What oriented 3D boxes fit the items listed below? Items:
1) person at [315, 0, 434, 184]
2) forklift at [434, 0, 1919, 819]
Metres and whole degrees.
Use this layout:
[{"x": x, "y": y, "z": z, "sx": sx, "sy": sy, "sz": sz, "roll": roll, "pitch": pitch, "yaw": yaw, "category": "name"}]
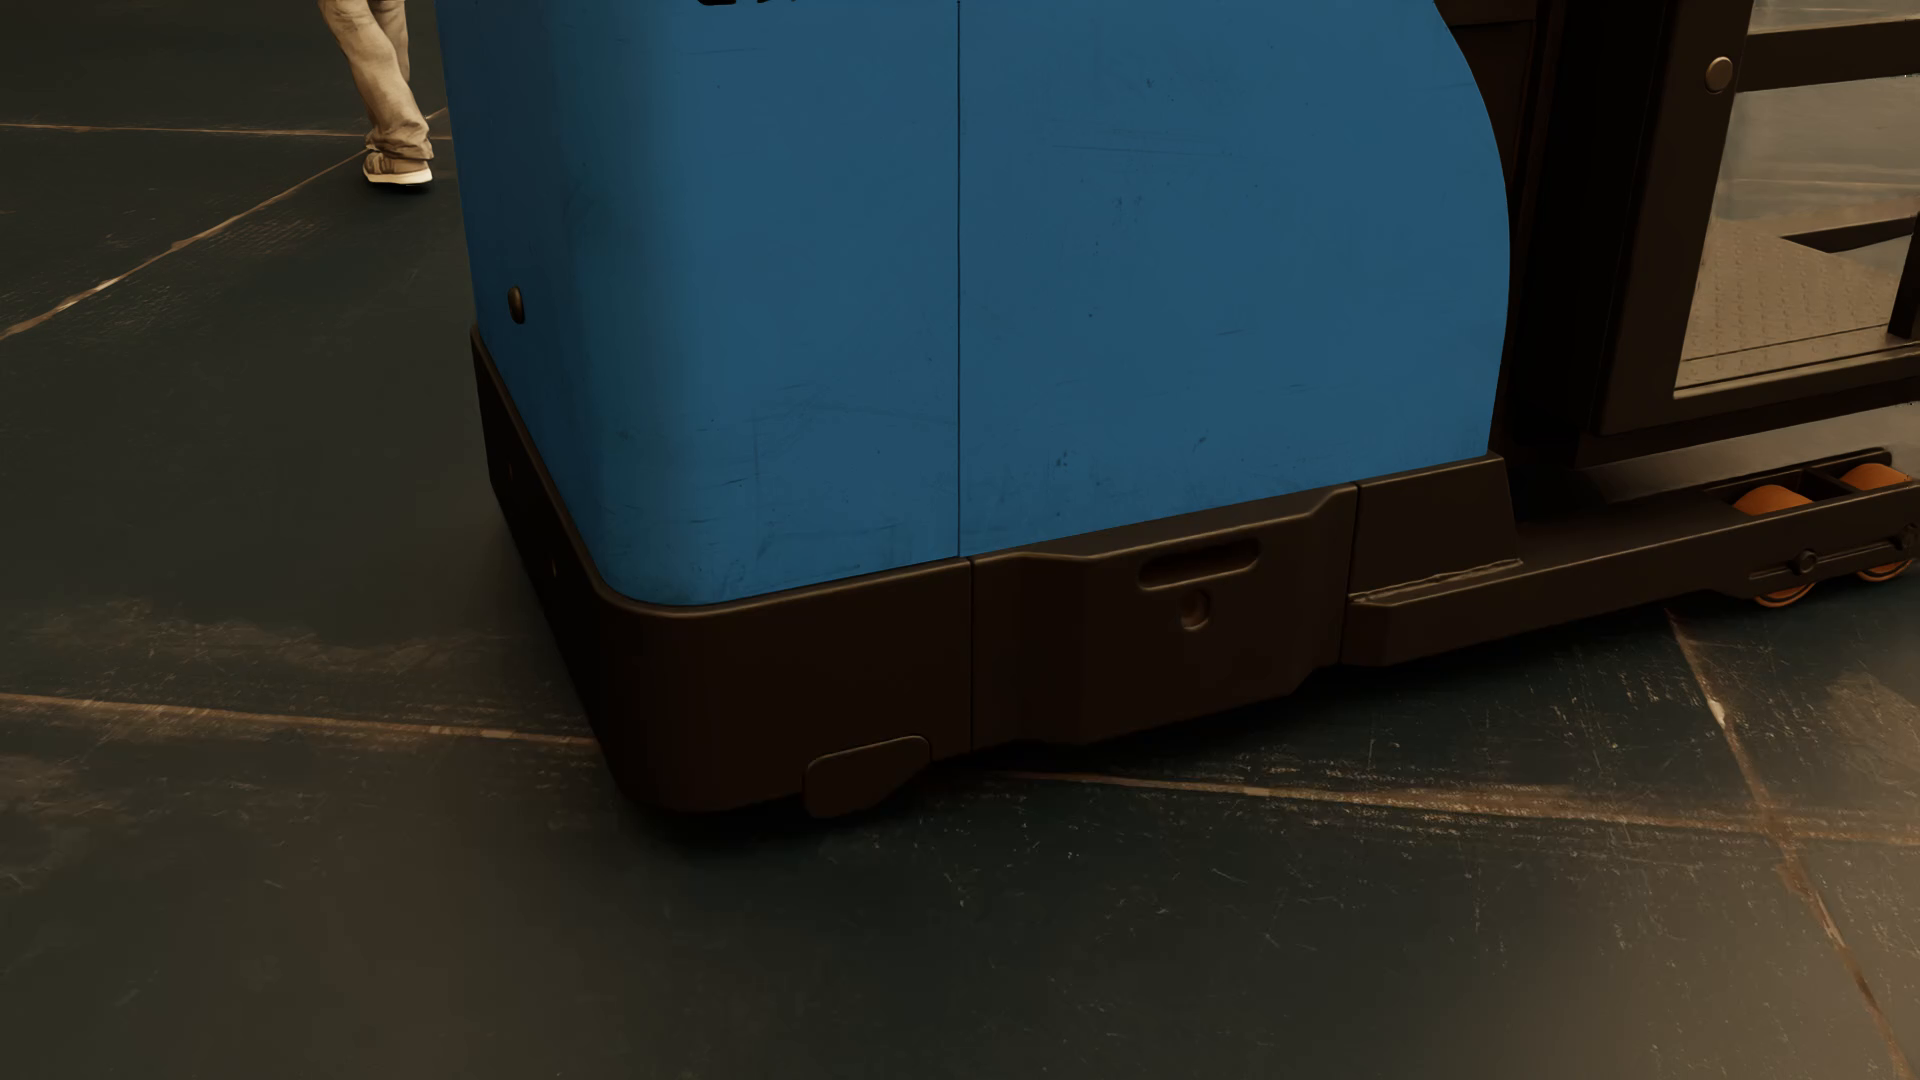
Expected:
[{"x": -1.530, "y": -1.720, "z": 4.215, "sx": 0.834, "sy": 1.583, "sz": 0.681, "roll": -23, "pitch": 35, "yaw": -38, "category": "person"}, {"x": 0.852, "y": -1.423, "z": 2.070, "sx": 3.031, "sy": 2.935, "sz": 1.130, "roll": -11, "pitch": 28, "yaw": -21, "category": "forklift"}]
